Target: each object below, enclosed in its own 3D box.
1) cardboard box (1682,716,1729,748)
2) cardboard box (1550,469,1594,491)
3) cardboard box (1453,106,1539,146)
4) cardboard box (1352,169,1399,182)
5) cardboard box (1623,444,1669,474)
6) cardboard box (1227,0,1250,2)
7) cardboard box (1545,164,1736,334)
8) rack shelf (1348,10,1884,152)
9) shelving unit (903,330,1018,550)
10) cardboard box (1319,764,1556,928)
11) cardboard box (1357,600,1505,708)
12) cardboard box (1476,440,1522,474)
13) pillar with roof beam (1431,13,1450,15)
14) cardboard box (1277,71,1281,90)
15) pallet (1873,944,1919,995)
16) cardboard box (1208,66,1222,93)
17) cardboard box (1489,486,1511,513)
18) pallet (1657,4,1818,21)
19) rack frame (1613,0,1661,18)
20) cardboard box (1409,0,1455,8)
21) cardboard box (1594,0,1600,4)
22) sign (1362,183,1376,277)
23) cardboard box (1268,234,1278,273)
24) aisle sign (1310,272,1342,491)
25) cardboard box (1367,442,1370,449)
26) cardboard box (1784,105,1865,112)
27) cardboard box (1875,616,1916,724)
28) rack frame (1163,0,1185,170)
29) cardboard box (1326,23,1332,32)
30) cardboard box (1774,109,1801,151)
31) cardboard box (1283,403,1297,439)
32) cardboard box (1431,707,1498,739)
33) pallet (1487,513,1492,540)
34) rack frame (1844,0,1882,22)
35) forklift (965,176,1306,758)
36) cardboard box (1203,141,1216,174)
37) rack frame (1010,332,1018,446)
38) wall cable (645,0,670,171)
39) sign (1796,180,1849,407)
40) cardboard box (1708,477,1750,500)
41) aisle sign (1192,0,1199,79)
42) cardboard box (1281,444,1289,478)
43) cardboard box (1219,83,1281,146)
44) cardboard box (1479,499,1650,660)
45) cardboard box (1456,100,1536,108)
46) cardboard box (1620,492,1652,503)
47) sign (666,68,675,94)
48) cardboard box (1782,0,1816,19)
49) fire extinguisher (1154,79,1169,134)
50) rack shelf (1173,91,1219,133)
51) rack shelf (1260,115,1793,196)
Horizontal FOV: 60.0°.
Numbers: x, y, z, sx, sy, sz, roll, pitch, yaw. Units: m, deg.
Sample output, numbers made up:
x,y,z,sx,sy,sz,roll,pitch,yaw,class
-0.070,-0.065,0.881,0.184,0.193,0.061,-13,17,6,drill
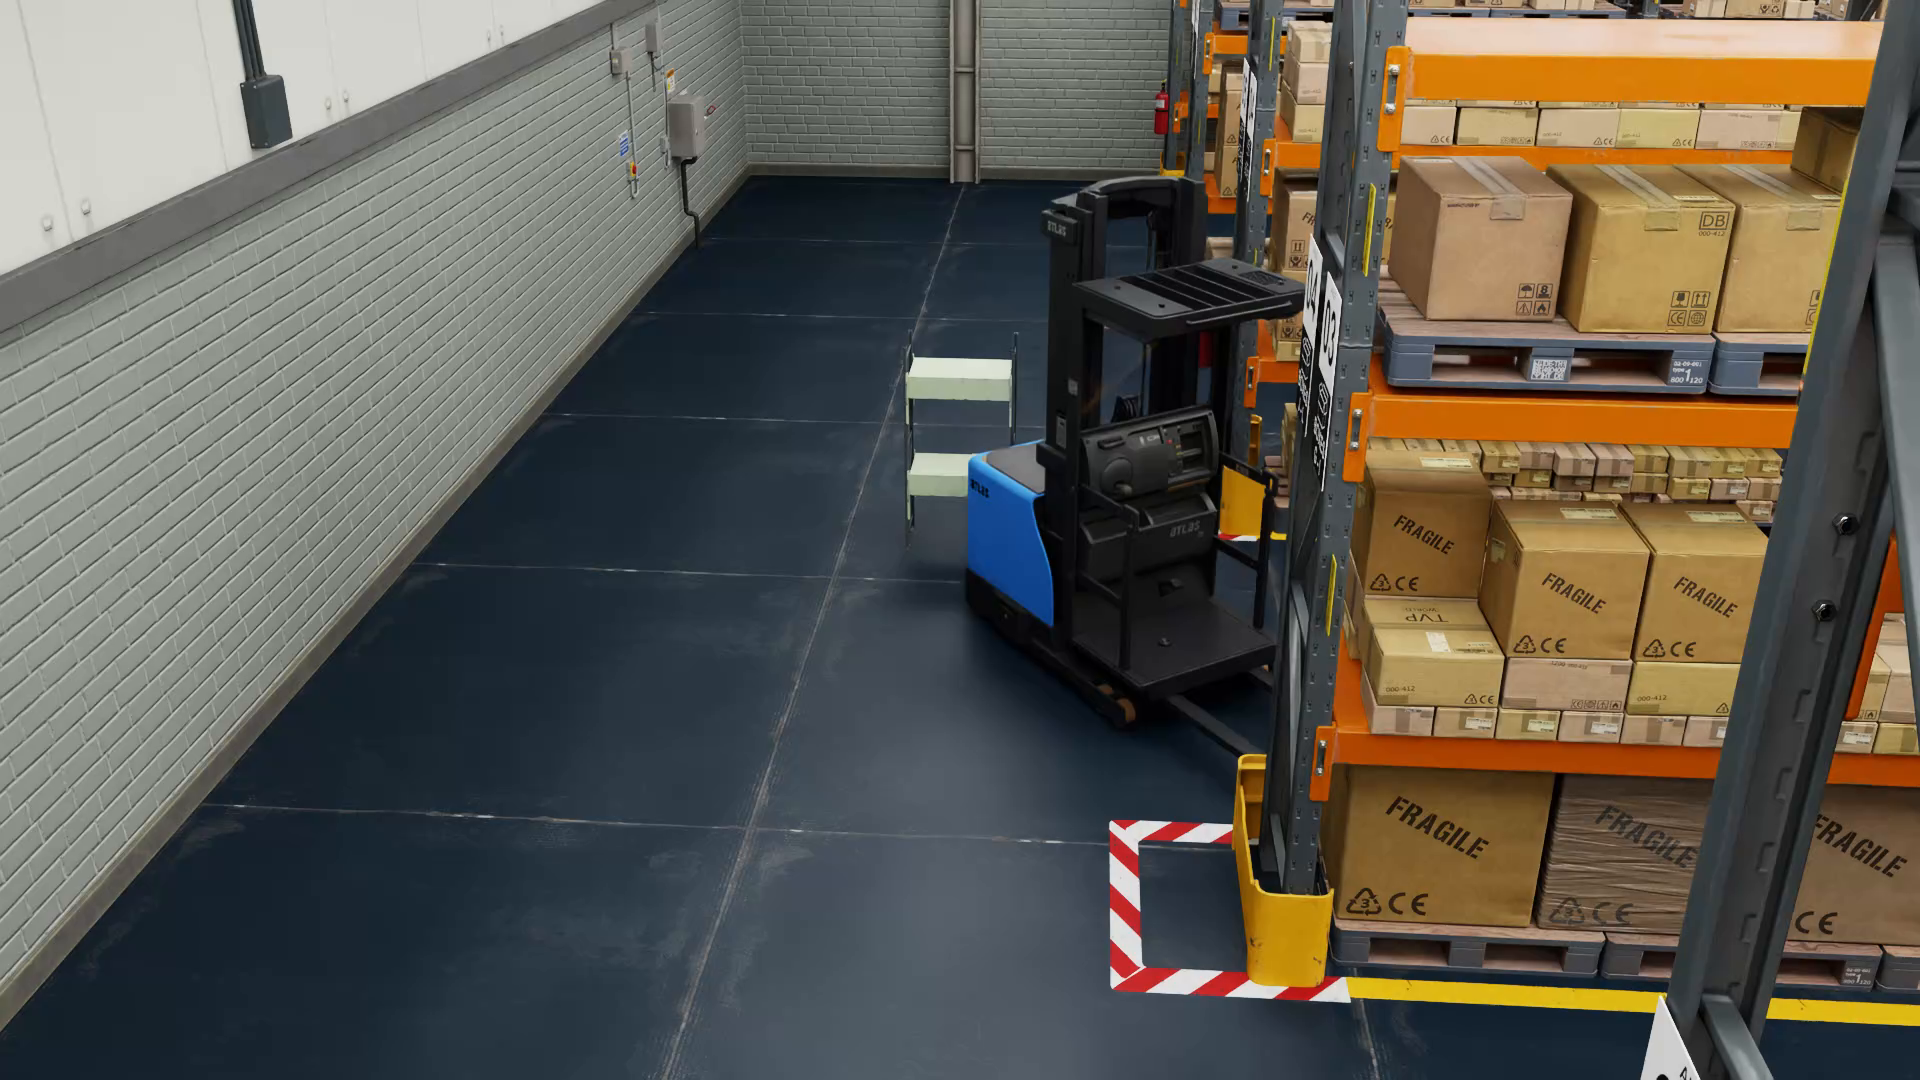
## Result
x,y,z,sx,sy,sz,roll,pitch,yaw,class
3.165,0.726,7.095,0.250,0.149,0.380,2,25,3,cardboard box
4.382,-0.492,11.995,0.250,0.149,0.380,1,25,1,cardboard box
3.502,-2.785,11.016,0.500,0.250,0.500,1,25,2,cardboard box
3.015,-2.349,11.805,0.500,0.500,0.500,1,25,2,cardboard box
4.889,-0.619,11.915,0.250,0.149,0.380,3,25,6,cardboard box
2.768,-5.261,15.776,0.500,0.250,0.500,0,25,-1,cardboard box
2.629,-1.159,6.561,0.500,0.500,0.700,1,25,2,cardboard box
3.548,-1.730,6.295,4.000,0.370,1.077,2,25,4,rack shelf
0.007,-0.681,11.647,0.755,1.500,0.431,2,25,4,shelving unit
2.198,1.185,7.838,0.875,0.875,0.875,2,25,4,cardboard box
2.012,0.484,7.145,0.500,0.250,0.500,1,25,3,cardboard box
3.845,-0.615,11.905,0.250,0.149,0.380,2,25,5,cardboard box
5.723,-6.977,16.359,0.400,9.000,9.100,2,25,4,pillar with roof beam
2.912,-4.396,15.835,0.250,0.149,0.380,2,25,5,cardboard box
4.790,1.761,7.882,1.213,0.211,1.003,2,25,4,pallet
3.121,-5.716,20.620,0.500,0.250,0.500,2,25,4,cardboard box
3.798,-0.341,12.021,0.250,0.149,0.380,1,25,1,cardboard box
7.219,-4.846,15.546,1.217,0.209,0.805,1,25,2,pallet
6.301,-6.305,14.898,0.127,3.000,1.000,2,25,4,rack frame
4.311,-5.225,15.397,0.500,0.500,0.500,2,25,5,cardboard box
5.731,-5.330,15.626,0.500,0.500,0.500,2,25,5,cardboard box
1.506,-1.142,6.125,0.005,0.325,0.100,2,25,4,sign
2.502,-1.914,12.058,0.500,0.500,0.500,2,25,5,cardboard box
1.459,-0.635,6.644,0.004,0.787,0.394,2,25,4,aisle sign
2.815,-0.690,12.069,0.250,0.149,0.380,2,25,5,cardboard box
5.543,-2.943,10.763,0.500,0.250,0.500,1,25,1,cardboard box
4.057,0.547,7.007,0.500,0.250,0.500,2,25,5,cardboard box
2.689,-5.776,20.926,0.127,3.000,1.000,2,25,4,rack frame
2.629,-3.416,11.312,0.250,0.149,0.380,2,25,5,cardboard box
5.513,-2.711,10.855,0.500,0.250,0.500,2,25,5,cardboard box
2.582,-0.896,12.516,0.250,0.149,0.380,2,25,5,cardboard box
2.139,0.694,7.166,0.250,0.149,0.380,1,25,3,cardboard box
4.131,-0.291,12.341,1.213,0.211,1.003,2,25,4,pallet
6.023,-4.238,10.407,0.127,3.000,1.000,2,25,4,rack frame
1.224,-0.470,9.476,1.130,2.935,3.031,-14,28,-28,forklift
3.292,-4.774,21.232,0.637,0.503,0.797,1,25,2,cardboard box
0.372,-0.669,11.622,0.023,1.500,0.400,2,25,4,rack frame
-3.214,-4.931,17.874,0.122,1.984,0.588,2,25,4,wall cable
1.201,-0.321,2.280,0.005,0.325,0.100,2,25,4,sign
5.414,-0.425,11.849,0.250,0.149,0.380,1,25,1,cardboard box
2.219,-4.770,15.629,0.004,0.787,0.394,2,25,4,aisle sign
2.575,-0.607,12.600,0.250,0.149,0.380,2,25,5,cardboard box
2.770,-4.073,15.909,0.500,0.500,0.500,1,25,3,cardboard box
2.511,0.159,6.953,0.500,0.500,0.500,1,25,3,cardboard box
3.476,-3.003,10.892,0.500,0.250,0.500,2,25,5,cardboard box
4.831,-0.363,12.070,0.250,0.149,0.380,1,25,3,cardboard box
-3.216,-5.108,18.485,0.001,0.242,0.339,2,25,4,sign
7.536,-4.840,15.081,0.250,0.166,0.380,0,25,0,cardboard box
2.507,-5.384,20.612,0.183,0.674,0.296,2,25,4,fire extinguisher
4.683,-5.385,20.938,4.000,0.370,1.077,2,25,4,rack shelf
4.029,-2.613,11.324,4.000,0.370,1.077,2,25,4,rack shelf
